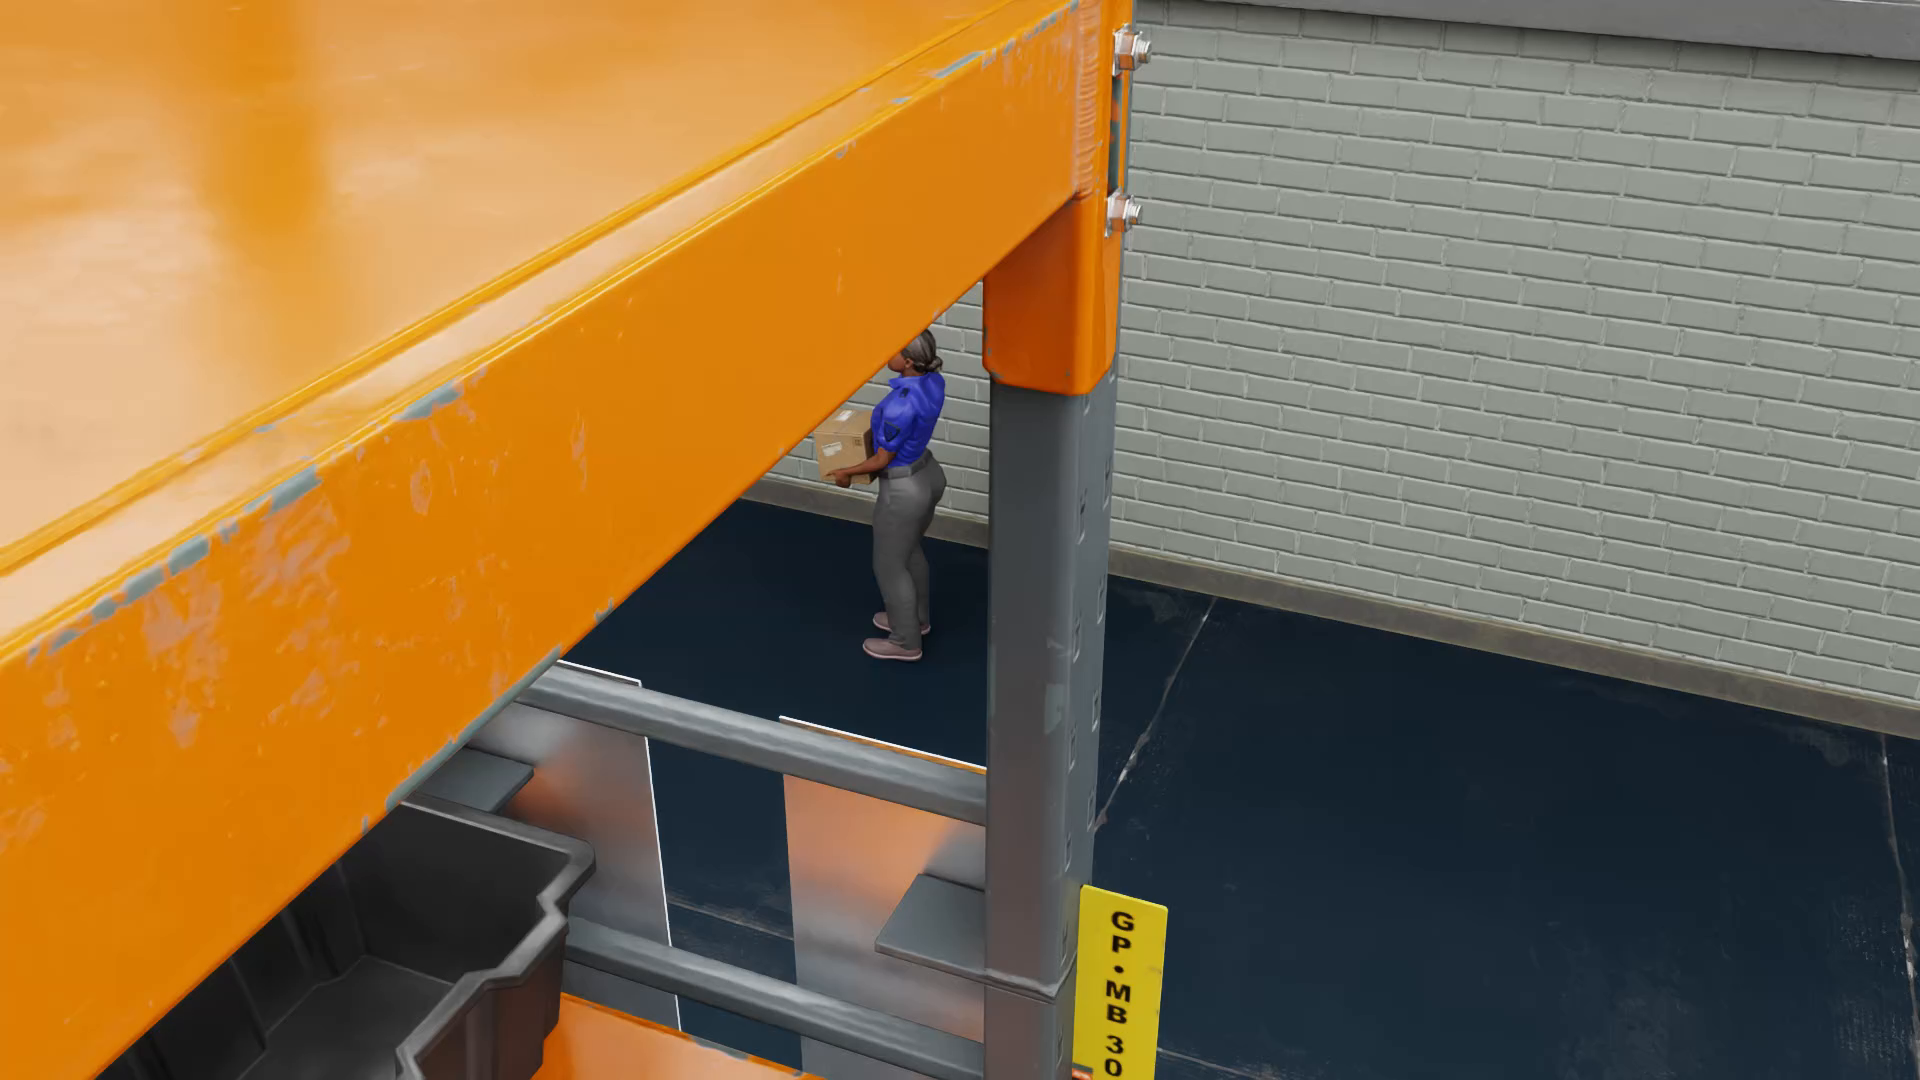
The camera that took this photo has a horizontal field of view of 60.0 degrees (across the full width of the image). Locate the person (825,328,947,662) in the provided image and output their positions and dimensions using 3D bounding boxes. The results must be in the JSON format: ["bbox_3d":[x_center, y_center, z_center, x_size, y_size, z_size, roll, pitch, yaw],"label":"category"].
[{"bbox_3d":[-0.316,-0.233,7.550,0.521,1.645,0.449,12,32,19],"label":"person"}]
